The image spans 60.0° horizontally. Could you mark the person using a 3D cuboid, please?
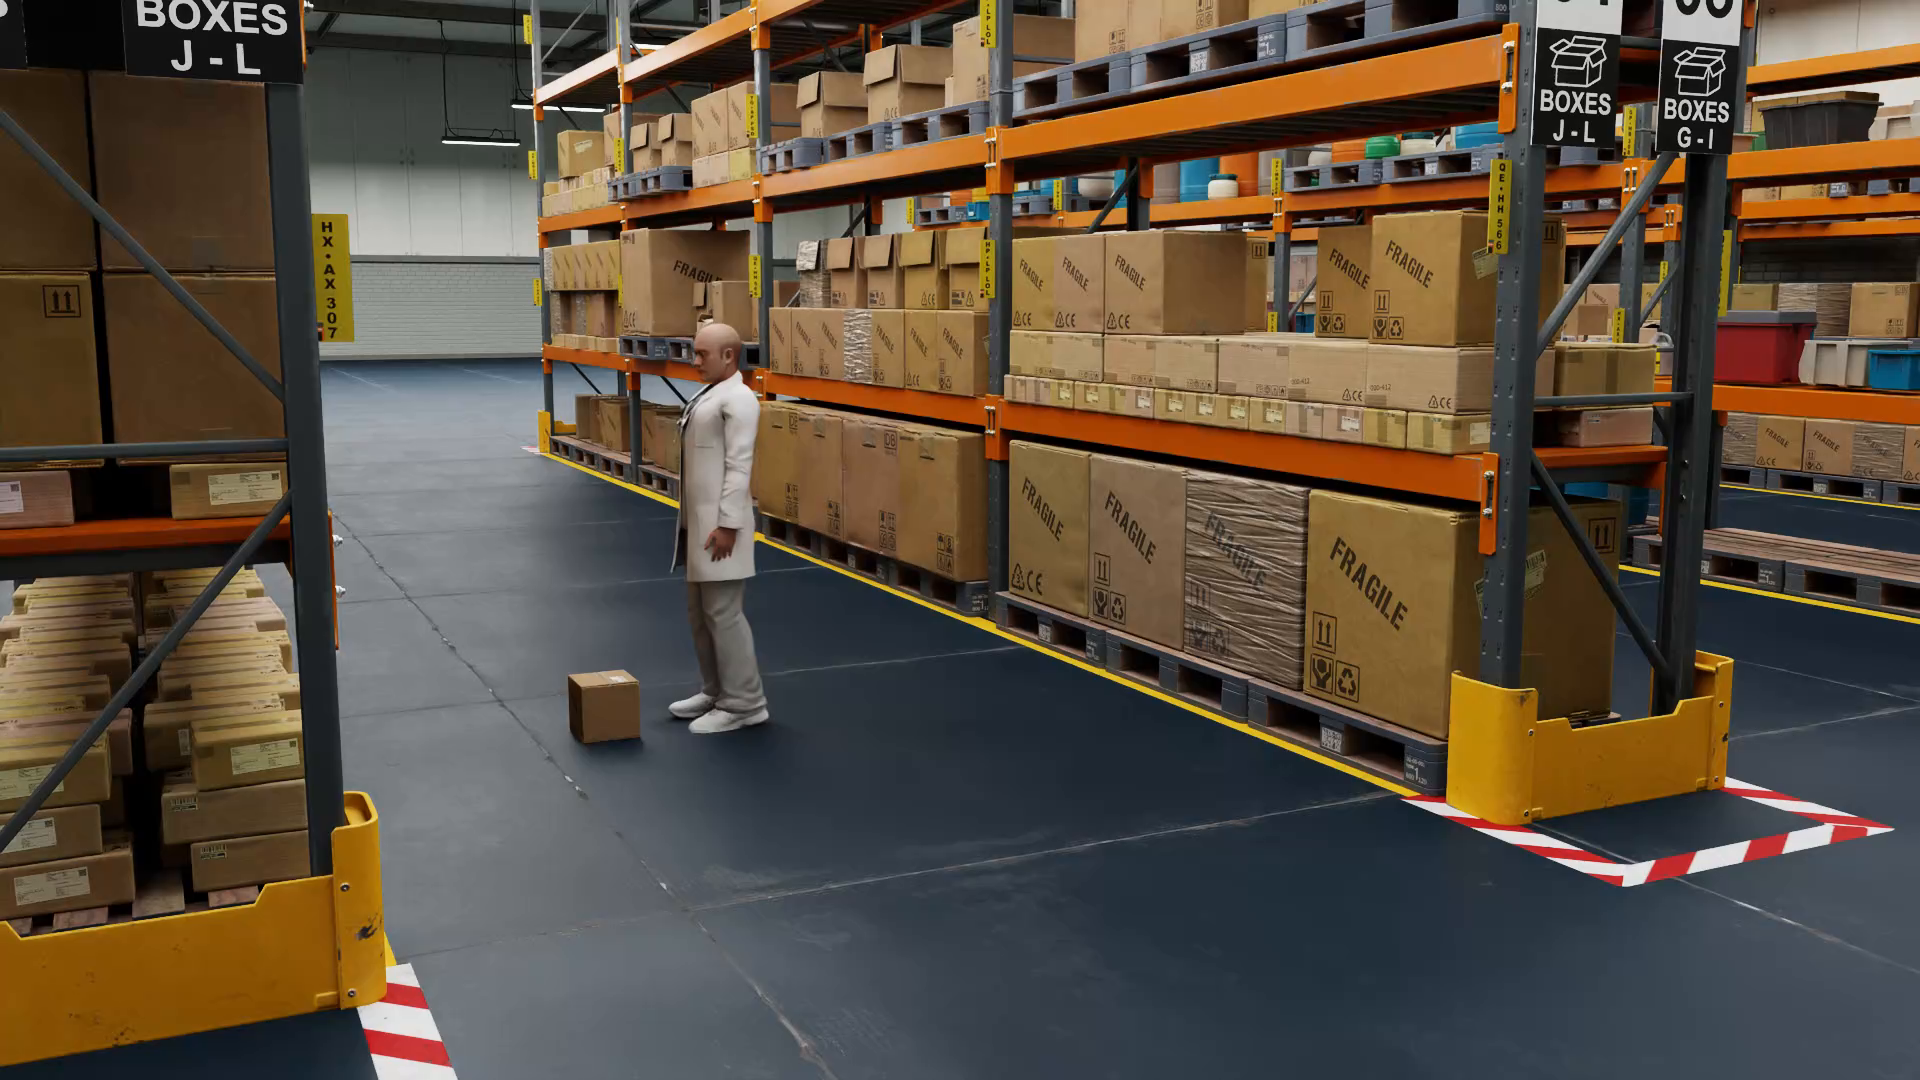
[{"bbox_3d":[-1.073,-0.053,7.327,0.389,1.790,0.562,-4,9,-25],"label":"person"}]
